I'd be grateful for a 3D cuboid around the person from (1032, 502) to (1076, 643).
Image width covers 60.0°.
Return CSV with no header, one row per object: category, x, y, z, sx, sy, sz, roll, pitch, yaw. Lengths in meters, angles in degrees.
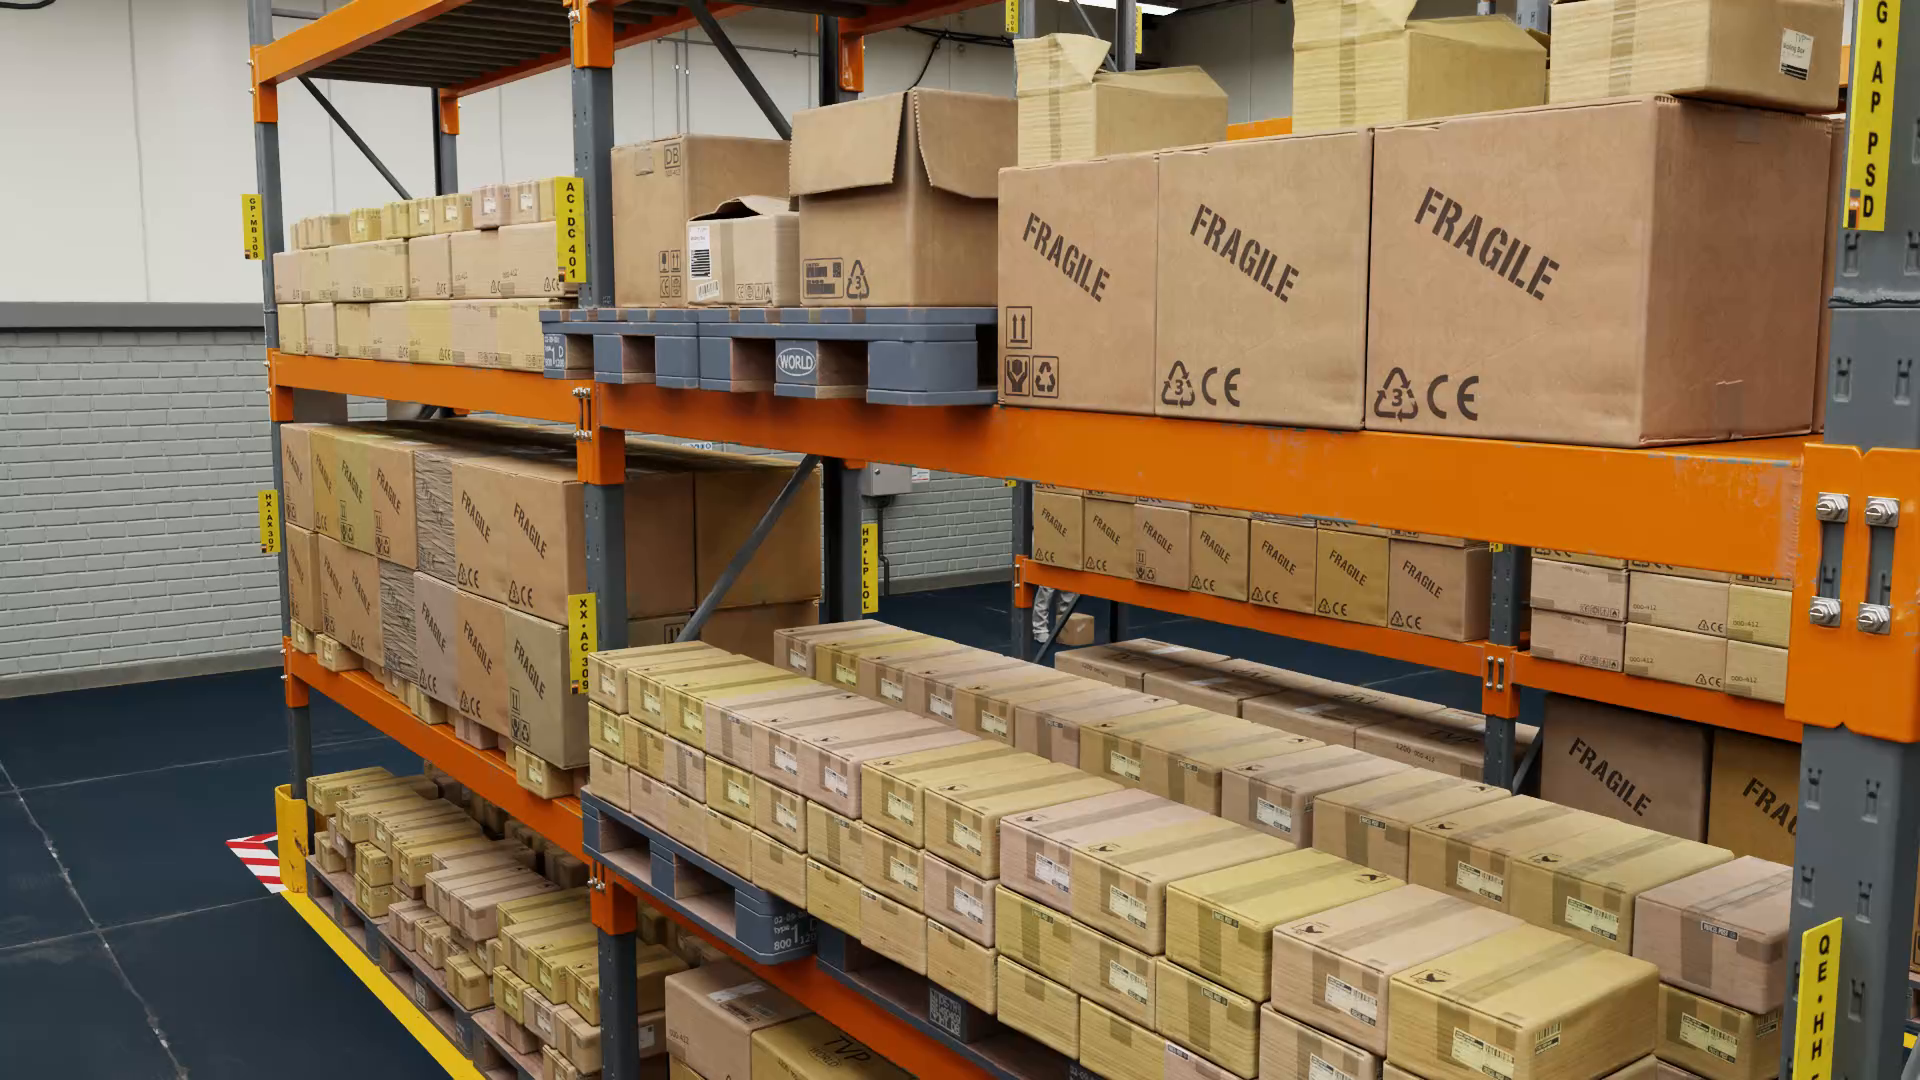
person,0.915,0.048,15.406,0.615,1.772,0.452,-6,10,-38
